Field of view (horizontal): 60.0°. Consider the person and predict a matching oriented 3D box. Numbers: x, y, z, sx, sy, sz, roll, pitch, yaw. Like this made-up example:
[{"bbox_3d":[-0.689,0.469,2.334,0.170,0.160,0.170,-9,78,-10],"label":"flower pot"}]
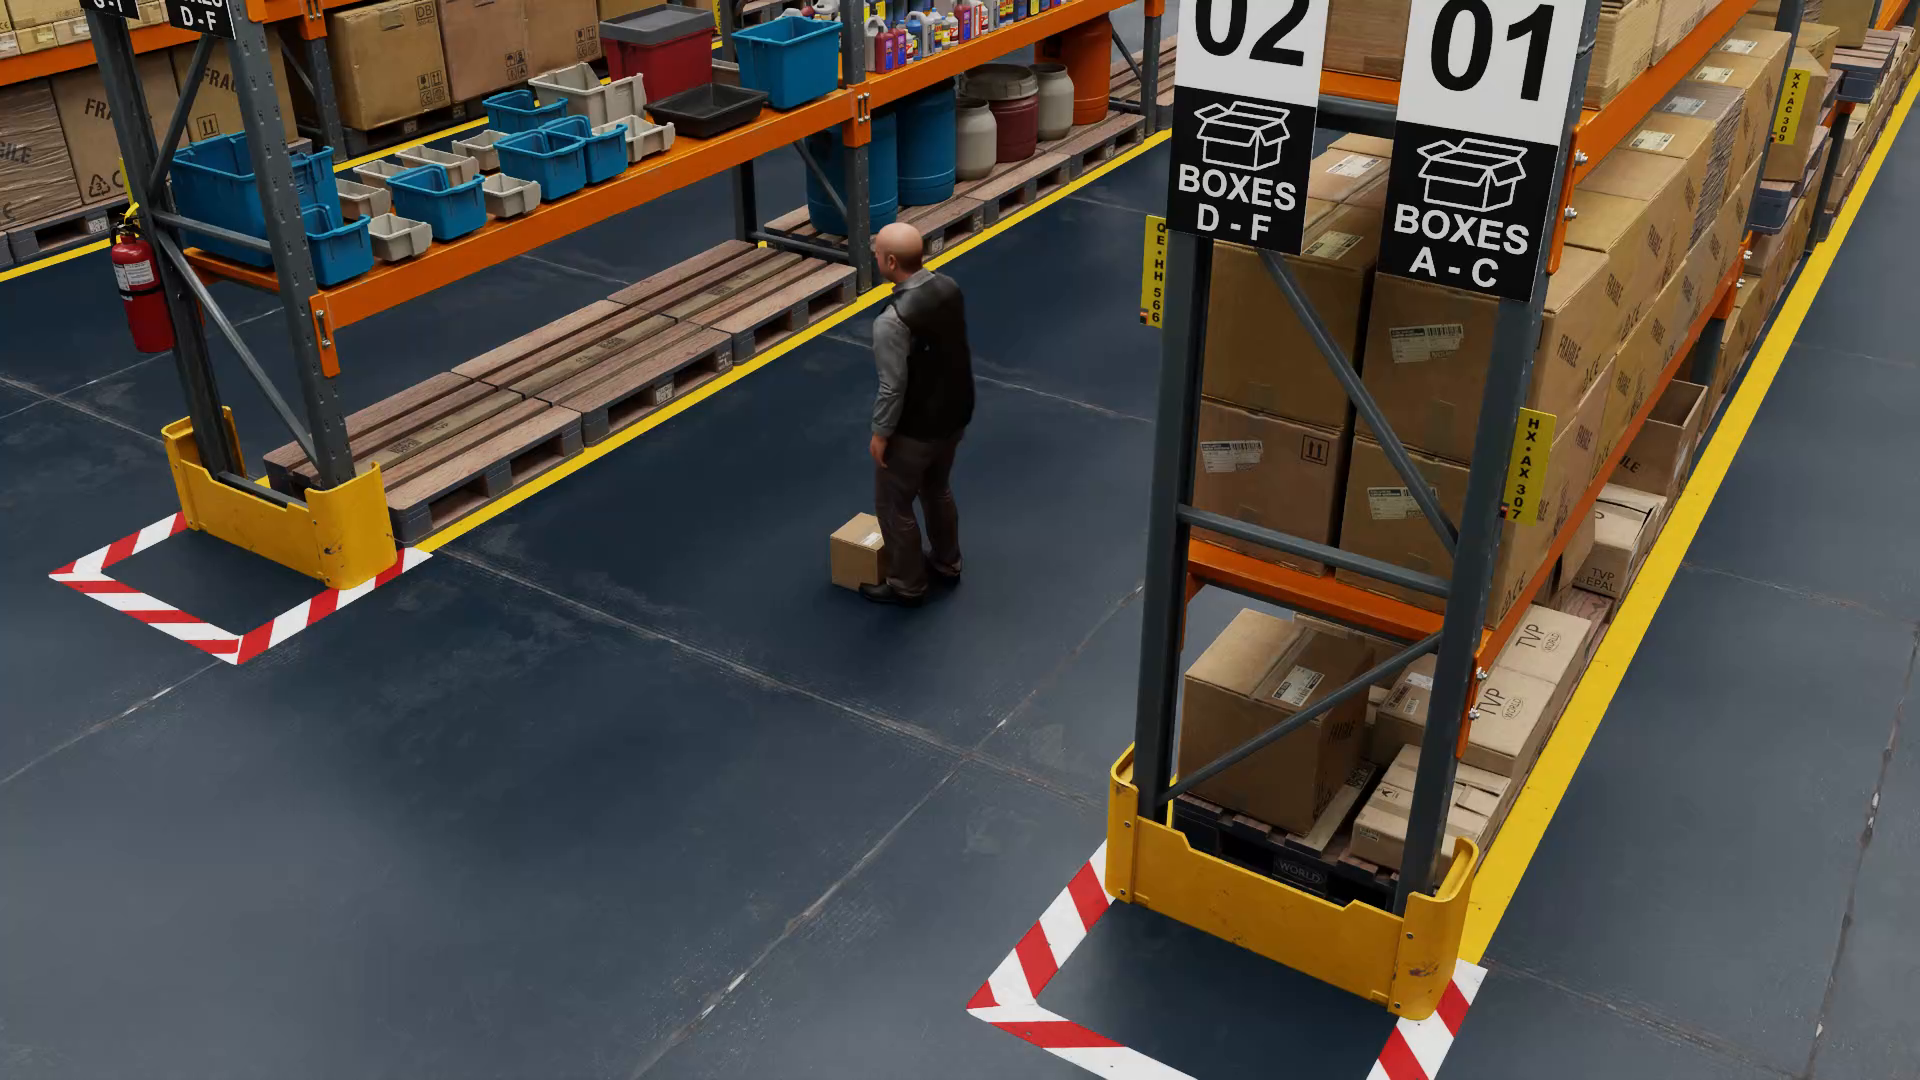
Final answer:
[{"bbox_3d":[-0.182,-0.504,7.020,0.467,1.718,0.579,18,35,27],"label":"person"}]
